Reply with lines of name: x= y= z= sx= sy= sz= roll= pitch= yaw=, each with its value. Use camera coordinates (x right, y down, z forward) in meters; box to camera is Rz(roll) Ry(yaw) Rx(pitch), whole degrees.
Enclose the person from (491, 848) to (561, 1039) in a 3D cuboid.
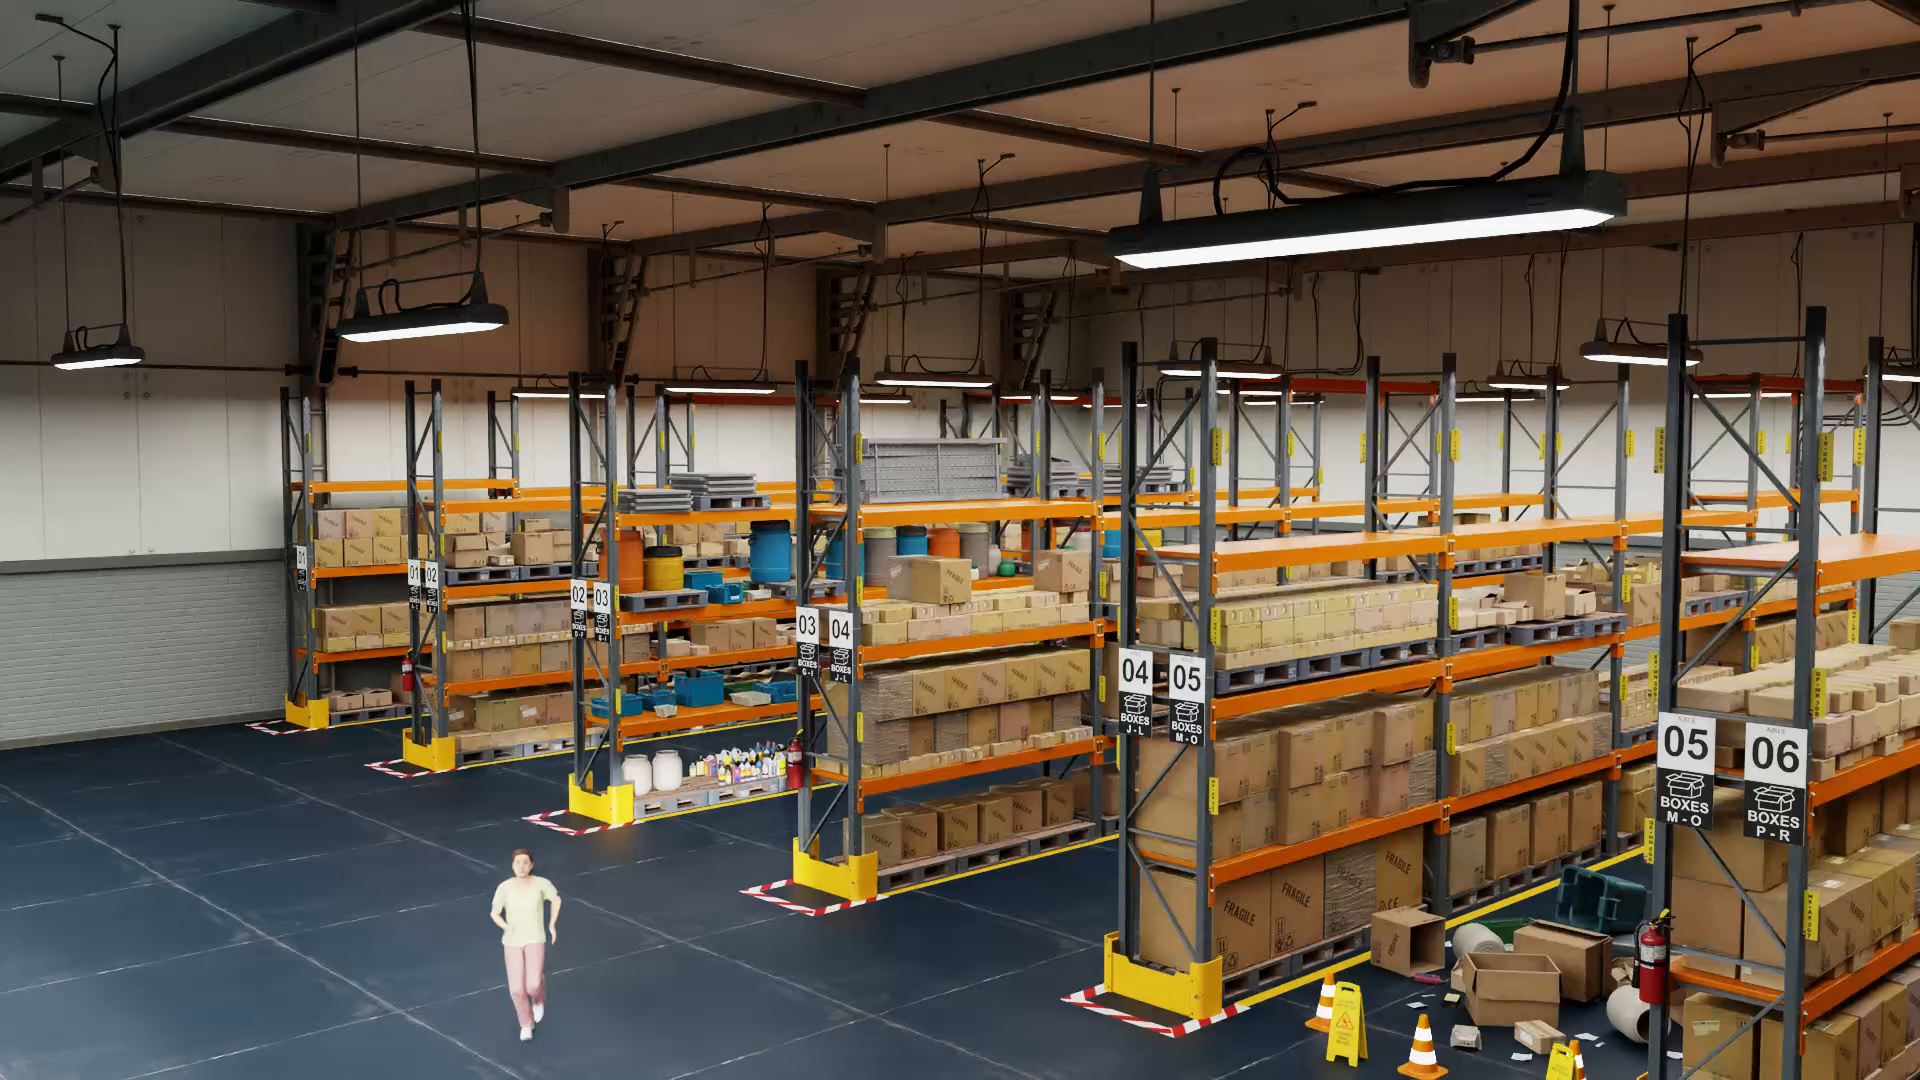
person: x=-3.708 y=3.444 z=14.179 sx=0.574 sy=1.631 sz=0.539 roll=-1 pitch=4 yaw=-9
